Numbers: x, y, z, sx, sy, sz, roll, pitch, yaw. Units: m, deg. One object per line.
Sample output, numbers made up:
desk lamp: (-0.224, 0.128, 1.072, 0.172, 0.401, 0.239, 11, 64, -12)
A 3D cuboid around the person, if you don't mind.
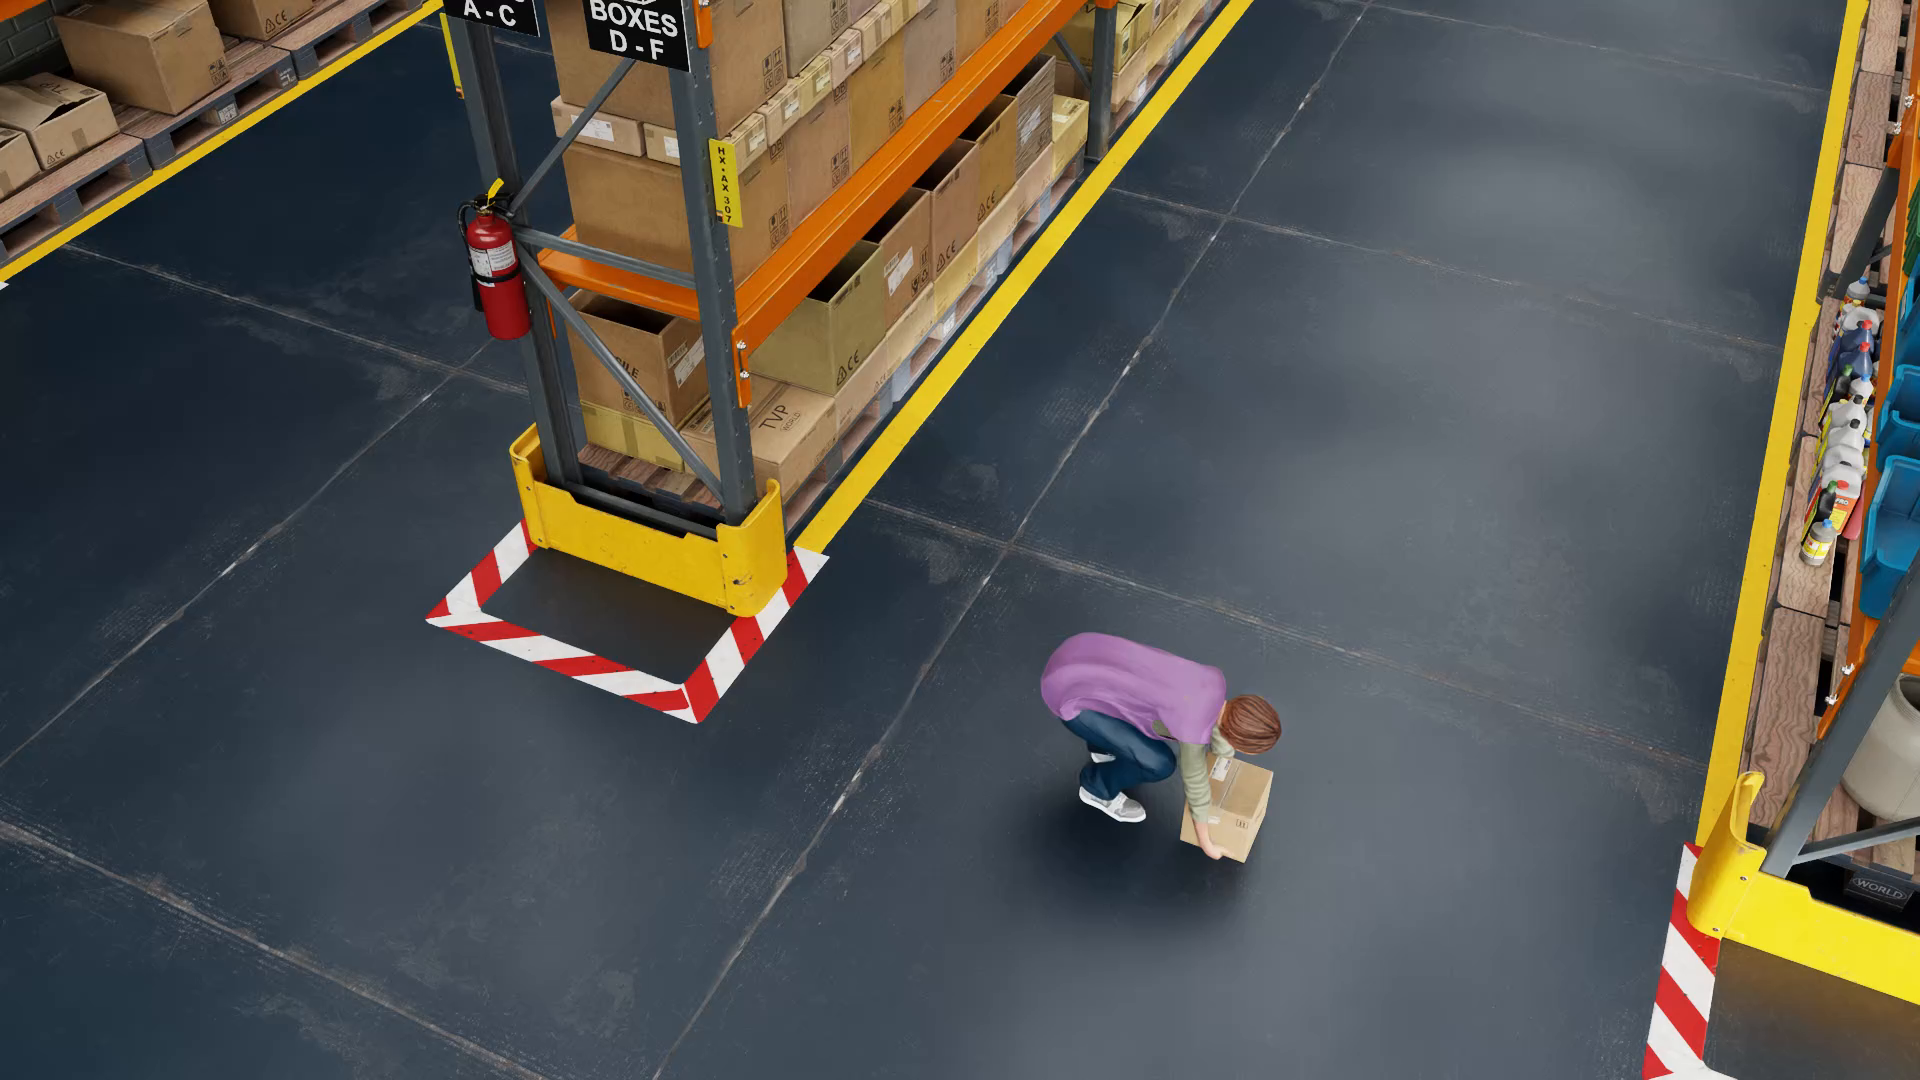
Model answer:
person: (0.717, 0.708, 6.049, 0.873, 0.759, 0.423, 16, 45, 17)
